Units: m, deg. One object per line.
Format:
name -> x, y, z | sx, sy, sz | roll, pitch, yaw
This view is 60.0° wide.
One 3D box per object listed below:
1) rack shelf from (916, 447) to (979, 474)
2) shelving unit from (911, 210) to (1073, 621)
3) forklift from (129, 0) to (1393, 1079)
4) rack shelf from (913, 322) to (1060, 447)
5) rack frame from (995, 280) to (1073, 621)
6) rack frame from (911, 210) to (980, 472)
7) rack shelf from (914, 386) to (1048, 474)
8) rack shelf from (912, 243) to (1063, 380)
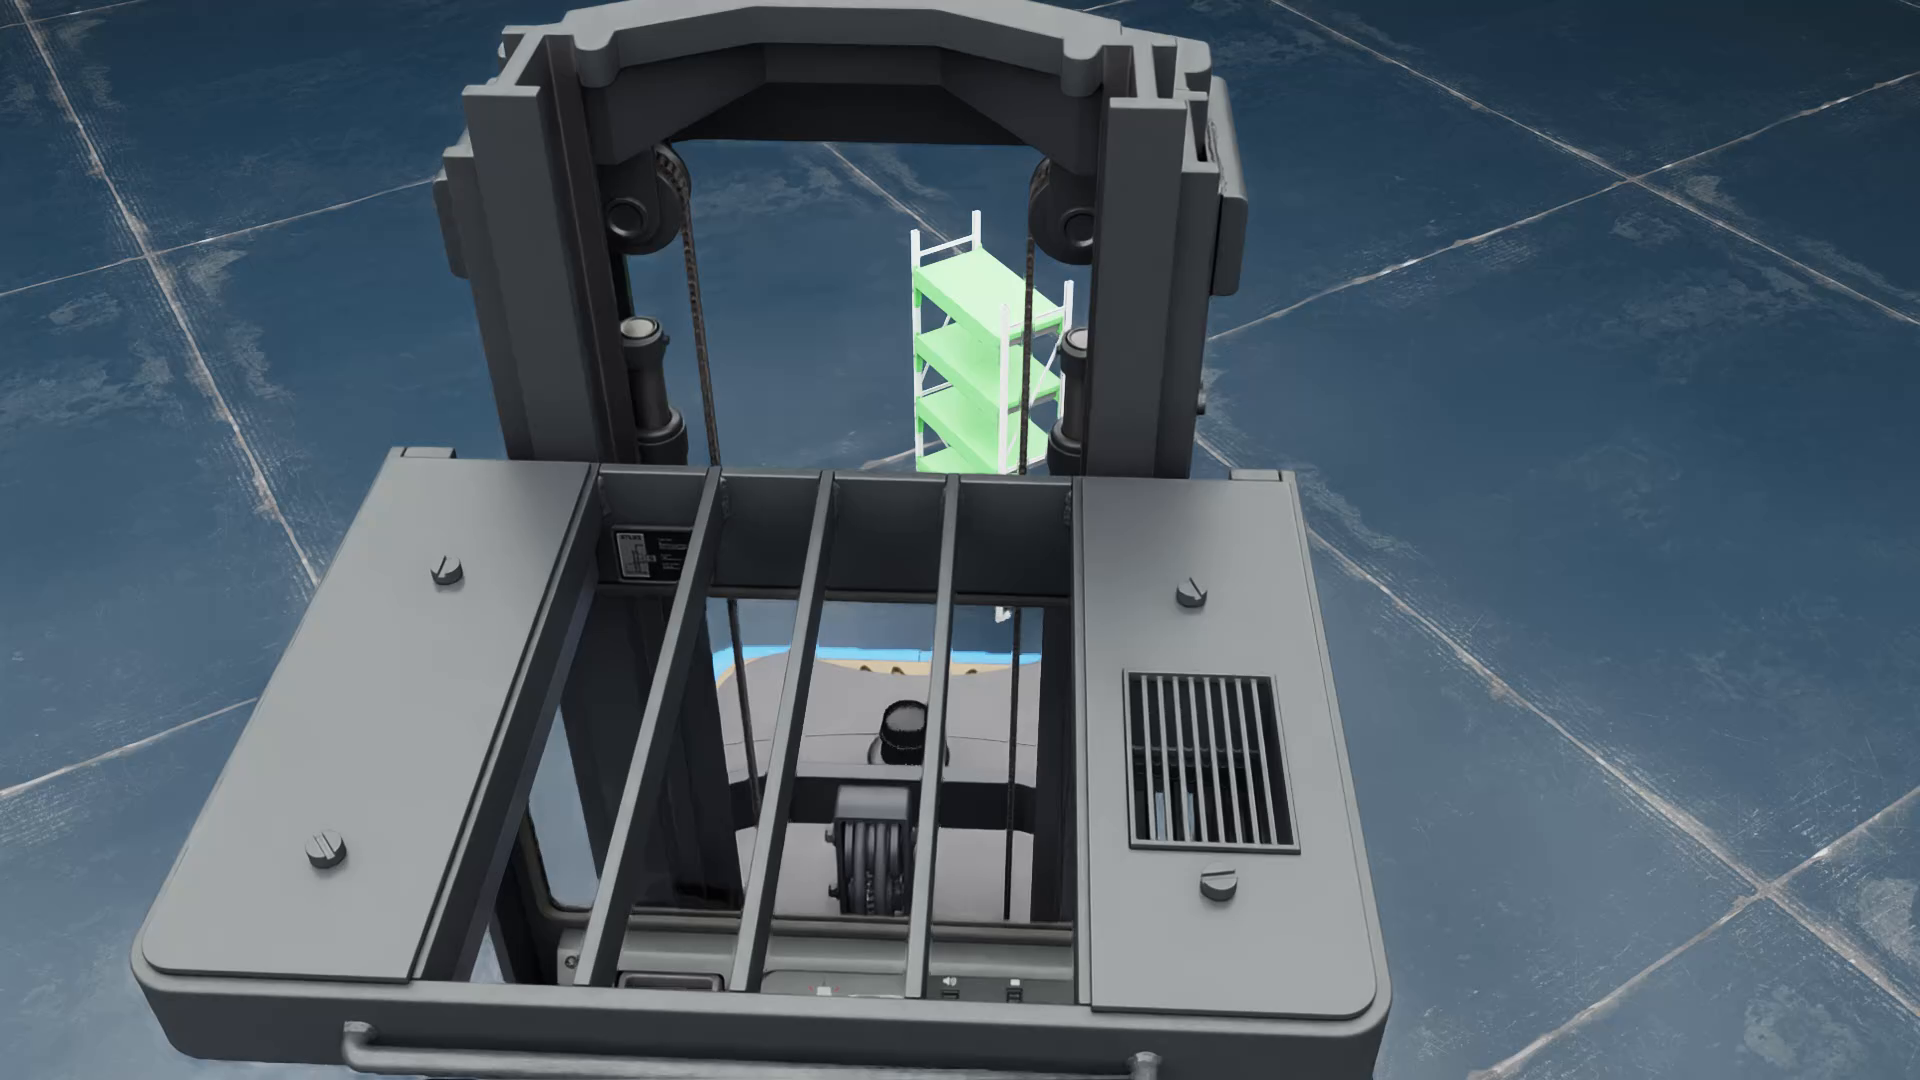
rack shelf -> 0.089, -0.138, 5.453 | 0.258, 0.148, 0.480 | -22, 45, -24
shelving unit -> 0.089, -0.372, 5.259 | 0.258, 1.200, 0.503 | -22, 45, -24
forklift -> -0.158, 0.886, 2.397 | 1.130, 2.935, 3.031 | 2, 40, 2
rack shelf -> 0.089, -0.507, 5.146 | 0.258, 0.148, 0.480 | -22, 45, -24
rack frame -> 0.220, -0.240, 5.101 | 0.240, 1.200, 0.015 | -22, 45, -24
rack frame -> -0.042, -0.503, 5.417 | 0.240, 1.200, 0.015 | -22, 45, -24
rack shelf -> 0.089, -0.323, 5.300 | 0.258, 0.148, 0.480 | -22, 45, -24
rack shelf -> 0.089, -0.691, 4.992 | 0.258, 0.148, 0.480 | -22, 45, -24
